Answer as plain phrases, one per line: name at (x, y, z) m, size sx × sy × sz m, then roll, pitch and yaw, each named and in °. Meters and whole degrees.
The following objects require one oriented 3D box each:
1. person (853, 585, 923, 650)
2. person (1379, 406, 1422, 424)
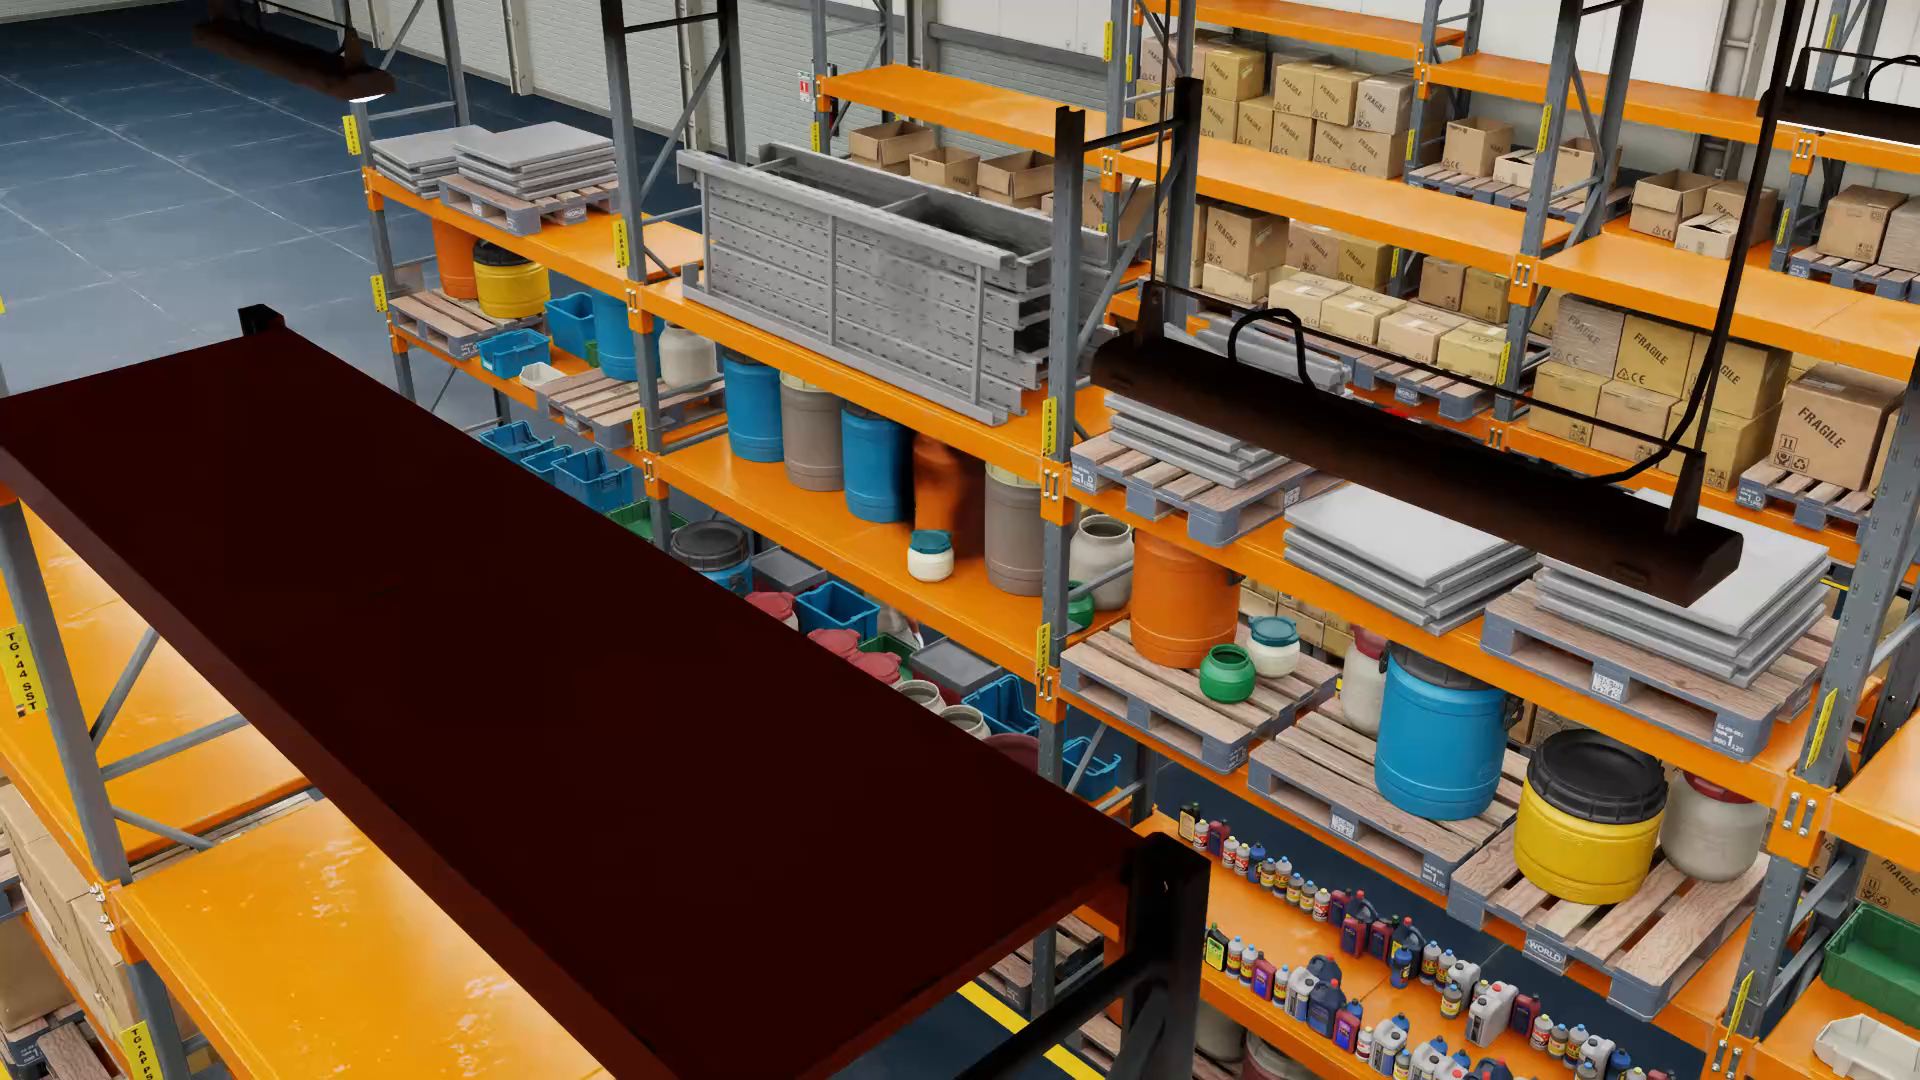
person at (-0.550, 0.751, 13.585) m, size 0.759 × 1.764 × 0.640 m, roll 10°, pitch 30°, yaw 18°
person at (4.530, -0.590, 16.305) m, size 0.988 × 1.583 × 0.675 m, roll 12°, pitch 30°, yaw 21°
